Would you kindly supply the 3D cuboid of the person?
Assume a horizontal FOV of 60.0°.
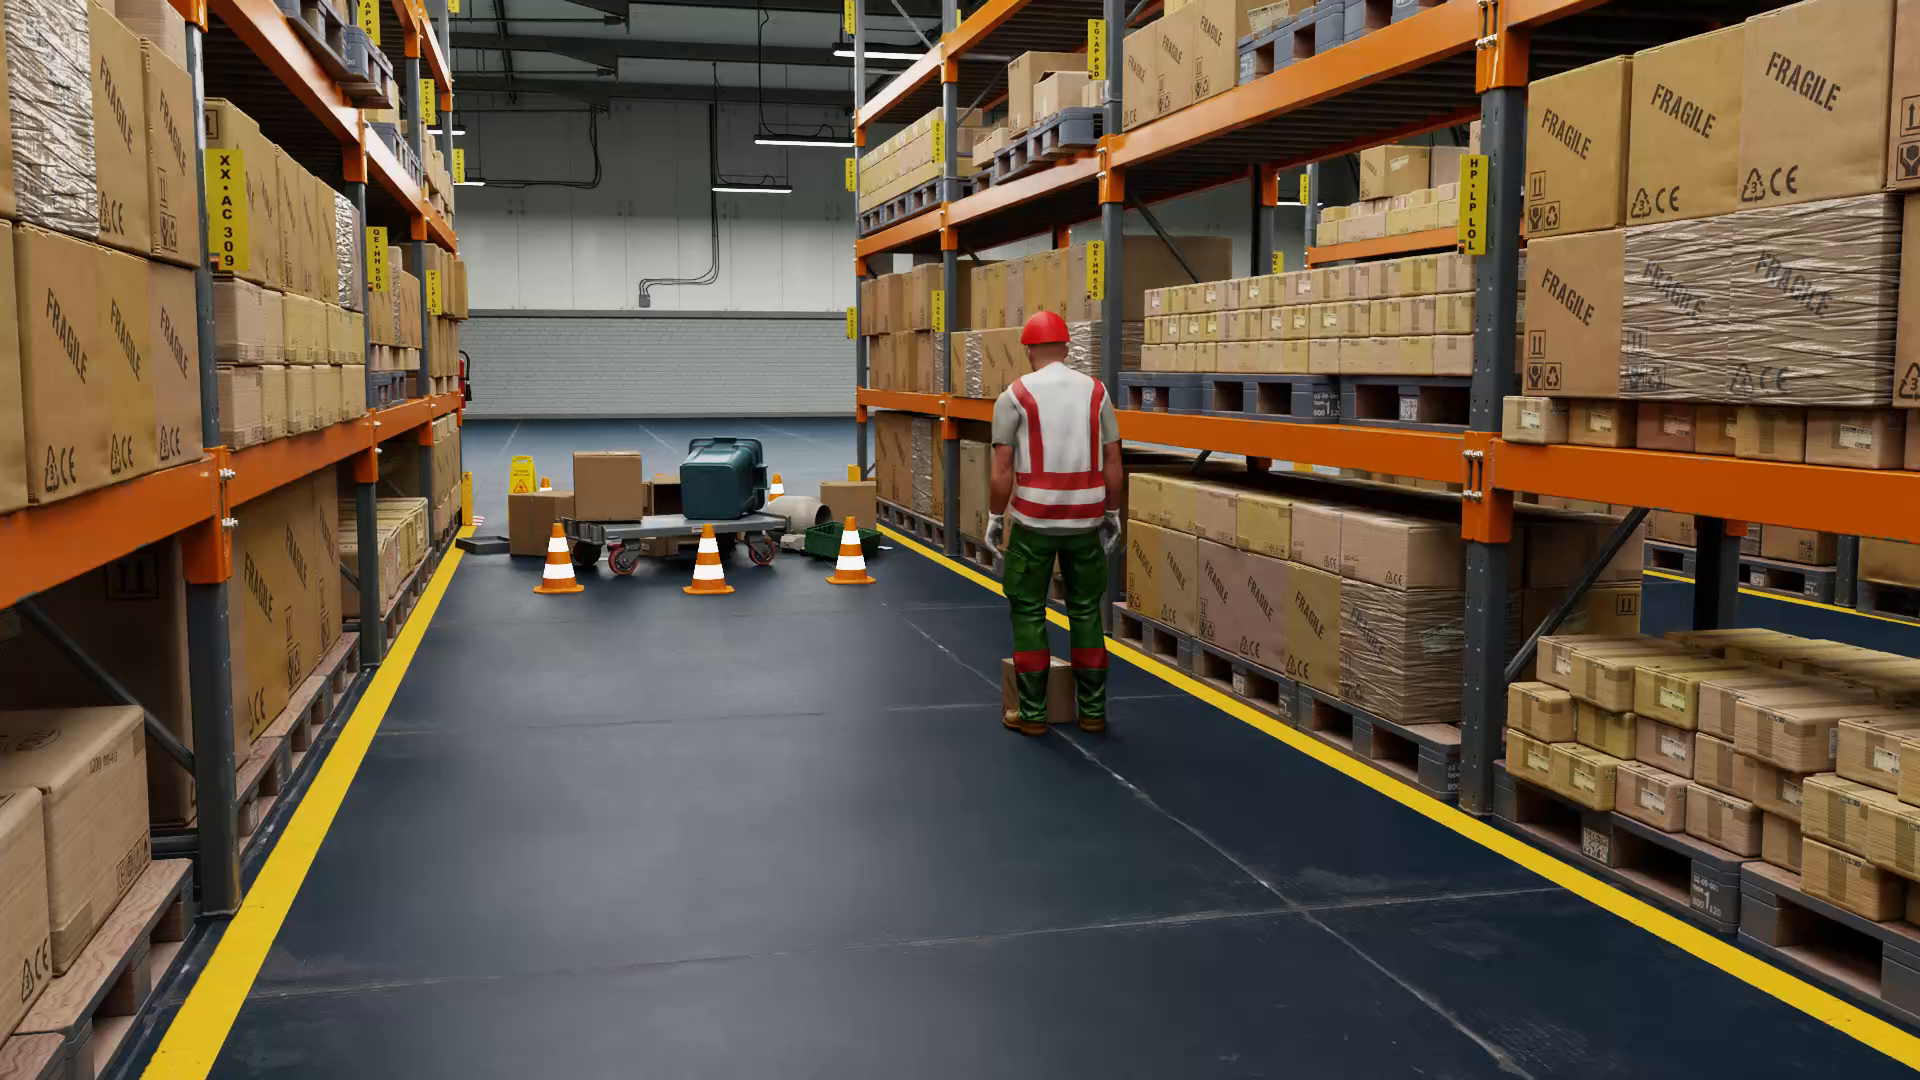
[{"bbox_3d":[0.398,-0.073,7.019,0.604,1.778,0.451,-2,6,-14],"label":"person"}]
